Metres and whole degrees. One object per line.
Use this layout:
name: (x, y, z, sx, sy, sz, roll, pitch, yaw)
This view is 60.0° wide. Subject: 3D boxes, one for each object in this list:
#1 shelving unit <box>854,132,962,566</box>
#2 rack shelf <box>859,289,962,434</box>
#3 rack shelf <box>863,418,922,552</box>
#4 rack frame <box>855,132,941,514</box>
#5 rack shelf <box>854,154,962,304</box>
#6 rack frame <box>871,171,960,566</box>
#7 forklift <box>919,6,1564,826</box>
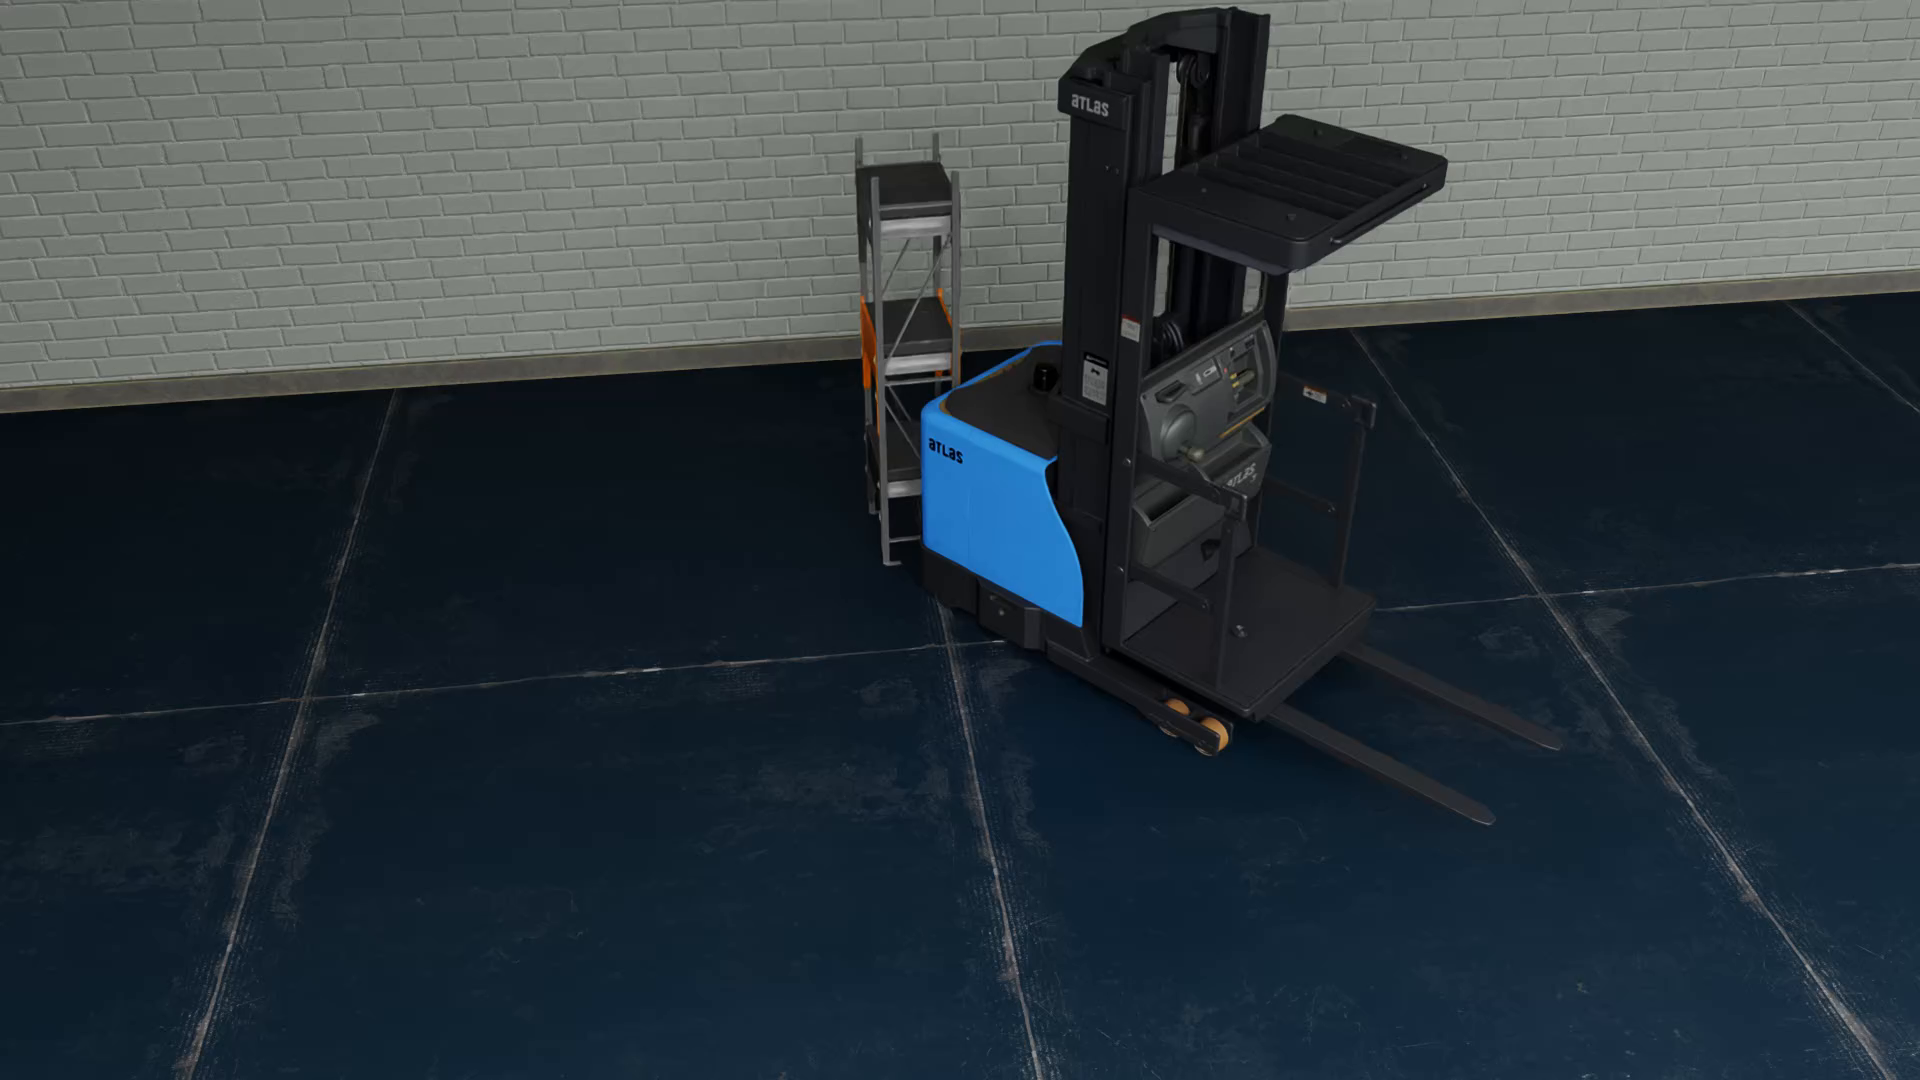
shelving unit: (-0.247, -0.897, 8.201, 0.431, 2.100, 0.503, -6, 35, -9)
rack shelf: (-0.247, -0.885, 8.209, 0.431, 0.518, 0.480, -6, 35, -9)
rack shelf: (-0.247, -0.307, 8.603, 0.431, 0.518, 0.480, -6, 35, -9)
rack frame: (-0.294, -1.031, 8.399, 0.400, 2.100, 0.015, -6, 35, -9)
rack shelf: (-0.247, -1.464, 7.815, 0.431, 0.518, 0.480, -6, 35, -9)
rack frame: (-0.200, -0.762, 8.003, 0.400, 2.100, 0.015, -6, 35, -9)
forklift: (1.229, -0.593, 7.018, 3.031, 2.935, 1.130, 27, 43, 34)
